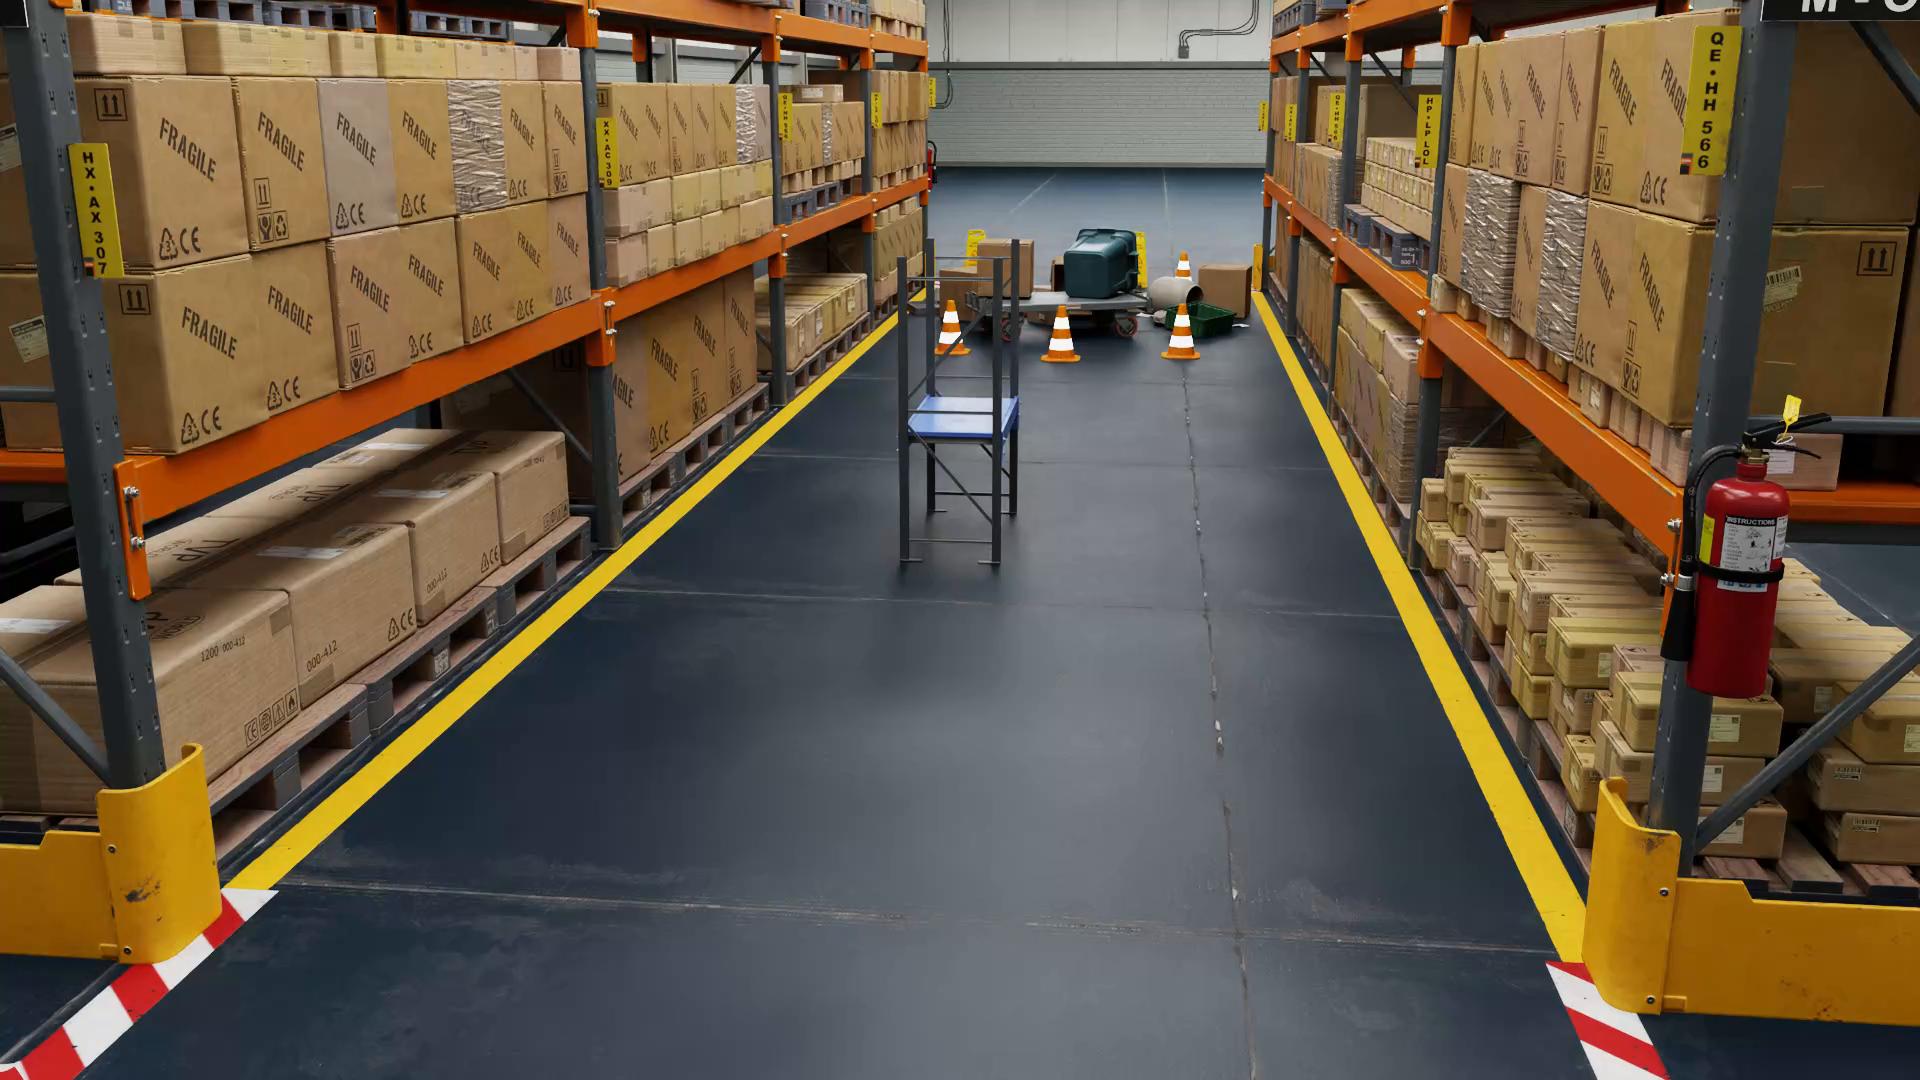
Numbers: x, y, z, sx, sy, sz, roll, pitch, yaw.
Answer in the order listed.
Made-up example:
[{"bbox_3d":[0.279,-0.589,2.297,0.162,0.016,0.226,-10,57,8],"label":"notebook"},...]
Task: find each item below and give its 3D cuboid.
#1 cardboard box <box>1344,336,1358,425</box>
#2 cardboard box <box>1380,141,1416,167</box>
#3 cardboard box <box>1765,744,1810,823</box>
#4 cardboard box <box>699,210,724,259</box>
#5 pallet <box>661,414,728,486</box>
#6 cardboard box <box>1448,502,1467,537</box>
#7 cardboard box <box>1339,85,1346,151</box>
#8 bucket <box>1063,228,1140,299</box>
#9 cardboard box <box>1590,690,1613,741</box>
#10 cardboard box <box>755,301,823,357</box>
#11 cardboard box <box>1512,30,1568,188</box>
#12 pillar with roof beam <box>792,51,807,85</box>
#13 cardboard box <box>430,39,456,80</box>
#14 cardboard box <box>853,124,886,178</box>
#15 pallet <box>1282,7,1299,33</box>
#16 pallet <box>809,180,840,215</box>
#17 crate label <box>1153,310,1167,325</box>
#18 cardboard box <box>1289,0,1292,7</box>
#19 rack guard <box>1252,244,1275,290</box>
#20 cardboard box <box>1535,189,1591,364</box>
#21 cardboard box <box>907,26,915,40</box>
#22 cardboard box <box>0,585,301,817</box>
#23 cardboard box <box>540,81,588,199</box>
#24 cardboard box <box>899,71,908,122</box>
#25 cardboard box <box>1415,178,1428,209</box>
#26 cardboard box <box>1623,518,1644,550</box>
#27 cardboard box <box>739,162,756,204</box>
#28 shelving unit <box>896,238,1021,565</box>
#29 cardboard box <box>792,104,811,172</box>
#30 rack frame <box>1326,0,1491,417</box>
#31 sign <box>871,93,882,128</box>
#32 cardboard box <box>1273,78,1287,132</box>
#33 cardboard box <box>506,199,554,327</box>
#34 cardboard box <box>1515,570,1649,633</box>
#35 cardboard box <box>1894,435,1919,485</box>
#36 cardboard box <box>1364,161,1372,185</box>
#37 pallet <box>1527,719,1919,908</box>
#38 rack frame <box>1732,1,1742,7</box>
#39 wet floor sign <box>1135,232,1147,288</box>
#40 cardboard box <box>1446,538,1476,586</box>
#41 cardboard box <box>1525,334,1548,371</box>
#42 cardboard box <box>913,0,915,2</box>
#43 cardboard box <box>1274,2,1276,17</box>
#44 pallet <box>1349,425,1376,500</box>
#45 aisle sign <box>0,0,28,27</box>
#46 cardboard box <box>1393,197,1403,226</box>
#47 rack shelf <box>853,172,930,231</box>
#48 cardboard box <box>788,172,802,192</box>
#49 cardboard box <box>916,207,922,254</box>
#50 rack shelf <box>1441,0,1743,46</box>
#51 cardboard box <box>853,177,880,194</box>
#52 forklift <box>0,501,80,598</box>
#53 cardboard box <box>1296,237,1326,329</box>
[{"bbox_3d":[2.758,-1.021,10.675,0.500,0.500,0.500,2,15,7],"label":"cardboard box"},{"bbox_3d":[2.809,-2.384,10.269,0.380,0.149,0.250,1,15,4],"label":"cardboard box"},{"bbox_3d":[2.567,0.720,4.909,0.380,0.149,0.250,2,15,6],"label":"cardboard box"},{"bbox_3d":[-1.729,-1.844,10.021,0.500,0.250,0.500,1,15,5],"label":"cardboard box"},{"bbox_3d":[-2.090,-0.587,10.429,1.003,0.211,1.213,2,15,6],"label":"pallet"},{"bbox_3d":[2.395,-0.111,7.414,0.380,0.149,0.250,2,15,7],"label":"cardboard box"},{"bbox_3d":[3.316,-3.243,12.801,0.700,0.500,0.500,1,15,5],"label":"cardboard box"},{"bbox_3d":[1.320,-2.626,15.984,0.726,0.611,0.620,7,27,25],"label":"bucket"},{"bbox_3d":[2.100,0.562,4.925,0.380,0.149,0.250,1,15,5],"label":"cardboard box"},{"bbox_3d":[-1.637,-1.723,13.517,0.950,0.372,0.625,1,15,5],"label":"cardboard box"},{"bbox_3d":[2.209,-1.461,5.641,0.500,0.500,0.500,1,15,4],"label":"cardboard box"},{"bbox_3d":[0.196,-13.511,41.388,9.100,9.000,0.400,2,15,6],"label":"pillar with roof beam"},{"bbox_3d":[-2.163,-1.839,6.365,0.380,0.149,0.250,1,15,5],"label":"cardboard box"},{"bbox_3d":[-1.008,-3.786,16.156,0.500,0.500,0.500,2,15,6],"label":"cardboard box"},{"bbox_3d":[3.838,-5.301,16.945,1.003,0.211,1.213,2,15,6],"label":"pallet"},{"bbox_3d":[-1.603,-2.873,13.908,1.003,0.211,1.213,2,15,6],"label":"pallet"},{"bbox_3d":[2.079,-2.208,16.564,0.298,0.136,0.250,-10,18,-32],"label":"crate label"},{"bbox_3d":[3.433,-5.314,16.306,0.380,0.149,0.250,2,15,7],"label":"cardboard box"},{"bbox_3d":[4.049,-3.206,19.560,1.175,0.500,0.348,2,15,6],"label":"rack guard"},{"bbox_3d":[2.147,-0.838,5.252,0.500,0.500,0.500,2,15,6],"label":"cardboard box"},{"bbox_3d":[-0.705,-5.618,18.428,0.380,0.149,0.250,2,15,8],"label":"cardboard box"},{"bbox_3d":[-2.713,0.484,5.230,0.875,0.438,0.875,1,15,4],"label":"cardboard box"},{"bbox_3d":[-2.016,-1.814,7.517,0.500,0.500,0.500,2,15,6],"label":"cardboard box"},{"bbox_3d":[-0.906,-4.532,16.998,0.700,0.500,0.500,1,15,5],"label":"cardboard box"},{"bbox_3d":[2.627,-1.832,8.796,0.380,0.149,0.250,1,15,4],"label":"cardboard box"},{"bbox_3d":[2.855,-0.037,6.572,0.380,0.149,0.250,1,15,4],"label":"cardboard box"},{"bbox_3d":[-1.642,-2.354,10.949,0.500,0.250,0.500,1,15,5],"label":"cardboard box"},{"bbox_3d":[0.010,-0.746,8.548,0.538,1.500,1.048,2,15,6],"label":"shelving unit"},{"bbox_3d":[-1.453,-3.091,12.780,0.500,0.500,0.500,2,15,9],"label":"cardboard box"},{"bbox_3d":[3.144,-2.331,11.537,1.000,3.000,0.127,2,15,6],"label":"rack frame"},{"bbox_3d":[-0.782,-4.032,15.608,0.100,0.325,0.005,2,15,6],"label":"sign"},{"bbox_3d":[3.798,-4.618,17.638,0.875,0.550,0.550,2,15,6],"label":"cardboard box"},{"bbox_3d":[-2.088,-1.200,7.163,0.500,0.500,0.500,1,15,5],"label":"cardboard box"},{"bbox_3d":[2.105,0.214,5.641,0.380,0.149,0.250,2,15,8],"label":"cardboard box"},{"bbox_3d":[2.604,-0.210,4.172,0.380,0.149,0.250,2,15,6],"label":"cardboard box"},{"bbox_3d":[2.890,-2.437,11.035,0.380,0.149,0.250,2,15,9],"label":"cardboard box"},{"bbox_3d":[2.377,0.860,5.076,1.003,0.211,1.213,2,15,6],"label":"pallet"},{"bbox_3d":[8.964,-7.130,17.790,1.000,3.000,0.127,2,15,6],"label":"rack frame"},{"bbox_3d":[2.083,-3.336,19.761,0.267,0.644,0.232,-1,15,-3],"label":"wet floor sign"},{"bbox_3d":[2.326,0.100,7.204,0.380,0.149,0.250,2,15,6],"label":"cardboard box"},{"bbox_3d":[2.251,-0.695,5.967,0.380,0.149,0.250,2,15,8],"label":"cardboard box"},{"bbox_3d":[-0.706,-6.009,18.344,0.380,0.149,0.250,2,15,6],"label":"cardboard box"},{"bbox_3d":[3.690,-5.904,18.490,0.380,0.149,0.250,2,15,7],"label":"cardboard box"},{"bbox_3d":[2.914,-0.467,9.985,1.003,0.211,1.213,2,15,6],"label":"pallet"},{"bbox_3d":[-2.408,-1.604,3.866,0.394,0.787,0.004,2,15,6],"label":"aisle sign"},{"bbox_3d":[2.715,-1.891,9.587,0.380,0.149,0.250,1,15,4],"label":"cardboard box"},{"bbox_3d":[-1.109,-3.660,17.828,1.077,0.370,4.000,2,15,6],"label":"rack shelf"},{"bbox_3d":[-1.422,-2.753,12.774,0.380,0.149,0.250,1,15,3],"label":"cardboard box"},{"bbox_3d":[-0.714,-3.548,19.062,0.500,0.500,0.500,2,15,7],"label":"cardboard box"},{"bbox_3d":[2.467,-1.876,5.485,1.077,0.370,4.000,2,15,6],"label":"rack shelf"},{"bbox_3d":[-0.980,-3.439,16.116,0.380,0.149,0.250,2,15,6],"label":"cardboard box"},{"bbox_3d":[-4.785,-1.216,7.544,1.130,2.935,3.031,2,15,6],"label":"forklift"},{"bbox_3d":[3.615,-2.322,15.008,1.050,0.750,0.750,2,15,6],"label":"cardboard box"}]
